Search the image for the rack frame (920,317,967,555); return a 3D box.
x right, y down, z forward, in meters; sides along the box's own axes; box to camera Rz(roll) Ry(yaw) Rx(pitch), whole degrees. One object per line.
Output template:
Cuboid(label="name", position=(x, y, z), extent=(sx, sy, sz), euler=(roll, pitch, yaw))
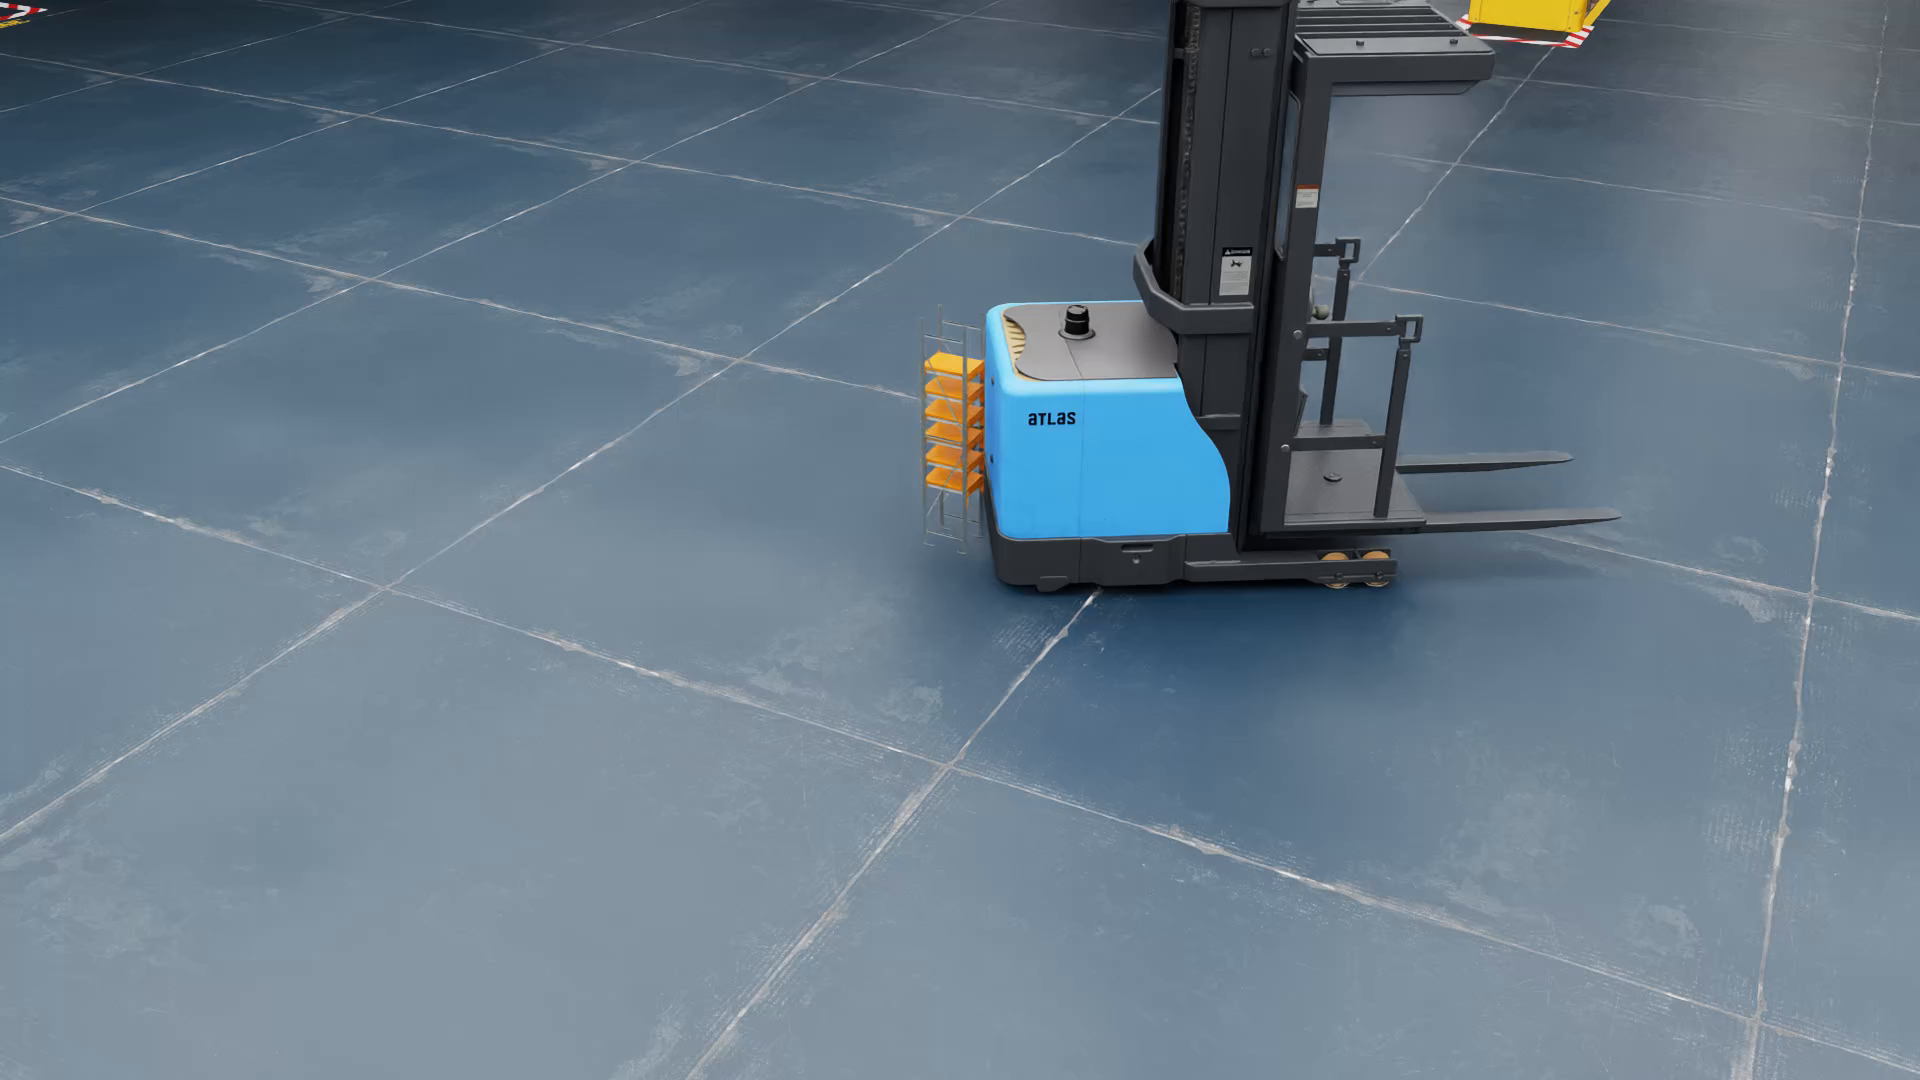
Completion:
Cuboid(label="rack frame", position=(-0.075, -0.472, 7.866), extent=(0.240, 1.200, 0.006), euler=(14, 33, 23))

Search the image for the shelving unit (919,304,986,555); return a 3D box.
Cuboid(label="shelving unit", position=(-0.034, -0.513, 7.937), extent=(0.258, 1.200, 0.189), euler=(14, 33, 23))

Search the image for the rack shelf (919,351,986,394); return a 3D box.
Cuboid(label="rack shelf", position=(-0.034, -0.787, 7.780), extent=(0.258, 0.103, 0.180), euler=(14, 33, 23))

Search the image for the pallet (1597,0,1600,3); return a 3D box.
Cuboid(label="pallet", position=(7.055, -6.552, 19.447), extent=(1.003, 0.211, 1.213), euler=(14, 33, 23))

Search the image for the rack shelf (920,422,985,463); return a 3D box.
Cuboid(label="rack shelf", position=(-0.034, -0.474, 7.959), extent=(0.258, 0.103, 0.180), euler=(14, 33, 23))

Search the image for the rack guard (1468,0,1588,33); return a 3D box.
Cuboid(label="rack guard", position=(6.096, -5.786, 17.824), extent=(1.175, 0.500, 0.348), euler=(14, 33, 23))

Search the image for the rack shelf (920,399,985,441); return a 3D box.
Cuboid(label="rack shelf", position=(-0.034, -0.579, 7.899), extent=(0.258, 0.103, 0.180), euler=(14, 33, 23))

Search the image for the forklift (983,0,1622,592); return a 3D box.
Cuboid(label="forklift", position=(1.654, -1.305, 7.579), extent=(3.031, 2.935, 1.130), euler=(-2, 30, -3))

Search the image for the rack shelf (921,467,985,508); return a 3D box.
Cuboid(label="rack shelf", position=(-0.034, -0.266, 8.079), extent=(0.258, 0.103, 0.180), euler=(14, 33, 23))

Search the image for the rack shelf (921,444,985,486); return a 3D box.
Cuboid(label="rack shelf", position=(-0.034, -0.370, 8.019), extent=(0.258, 0.103, 0.180), euler=(14, 33, 23))

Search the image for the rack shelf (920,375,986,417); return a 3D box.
Cuboid(label="rack shelf", position=(-0.034, -0.683, 7.840), extent=(0.258, 0.103, 0.180), euler=(14, 33, 23))

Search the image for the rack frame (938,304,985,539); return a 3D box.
Cuboid(label="rack frame", position=(0.006, -0.554, 8.008), extent=(0.240, 1.200, 0.006), euler=(14, 33, 23))

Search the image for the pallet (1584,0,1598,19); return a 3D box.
Cuboid(label="pallet", position=(6.498, -6.013, 18.509), extent=(1.003, 0.211, 1.213), euler=(14, 33, 23))
